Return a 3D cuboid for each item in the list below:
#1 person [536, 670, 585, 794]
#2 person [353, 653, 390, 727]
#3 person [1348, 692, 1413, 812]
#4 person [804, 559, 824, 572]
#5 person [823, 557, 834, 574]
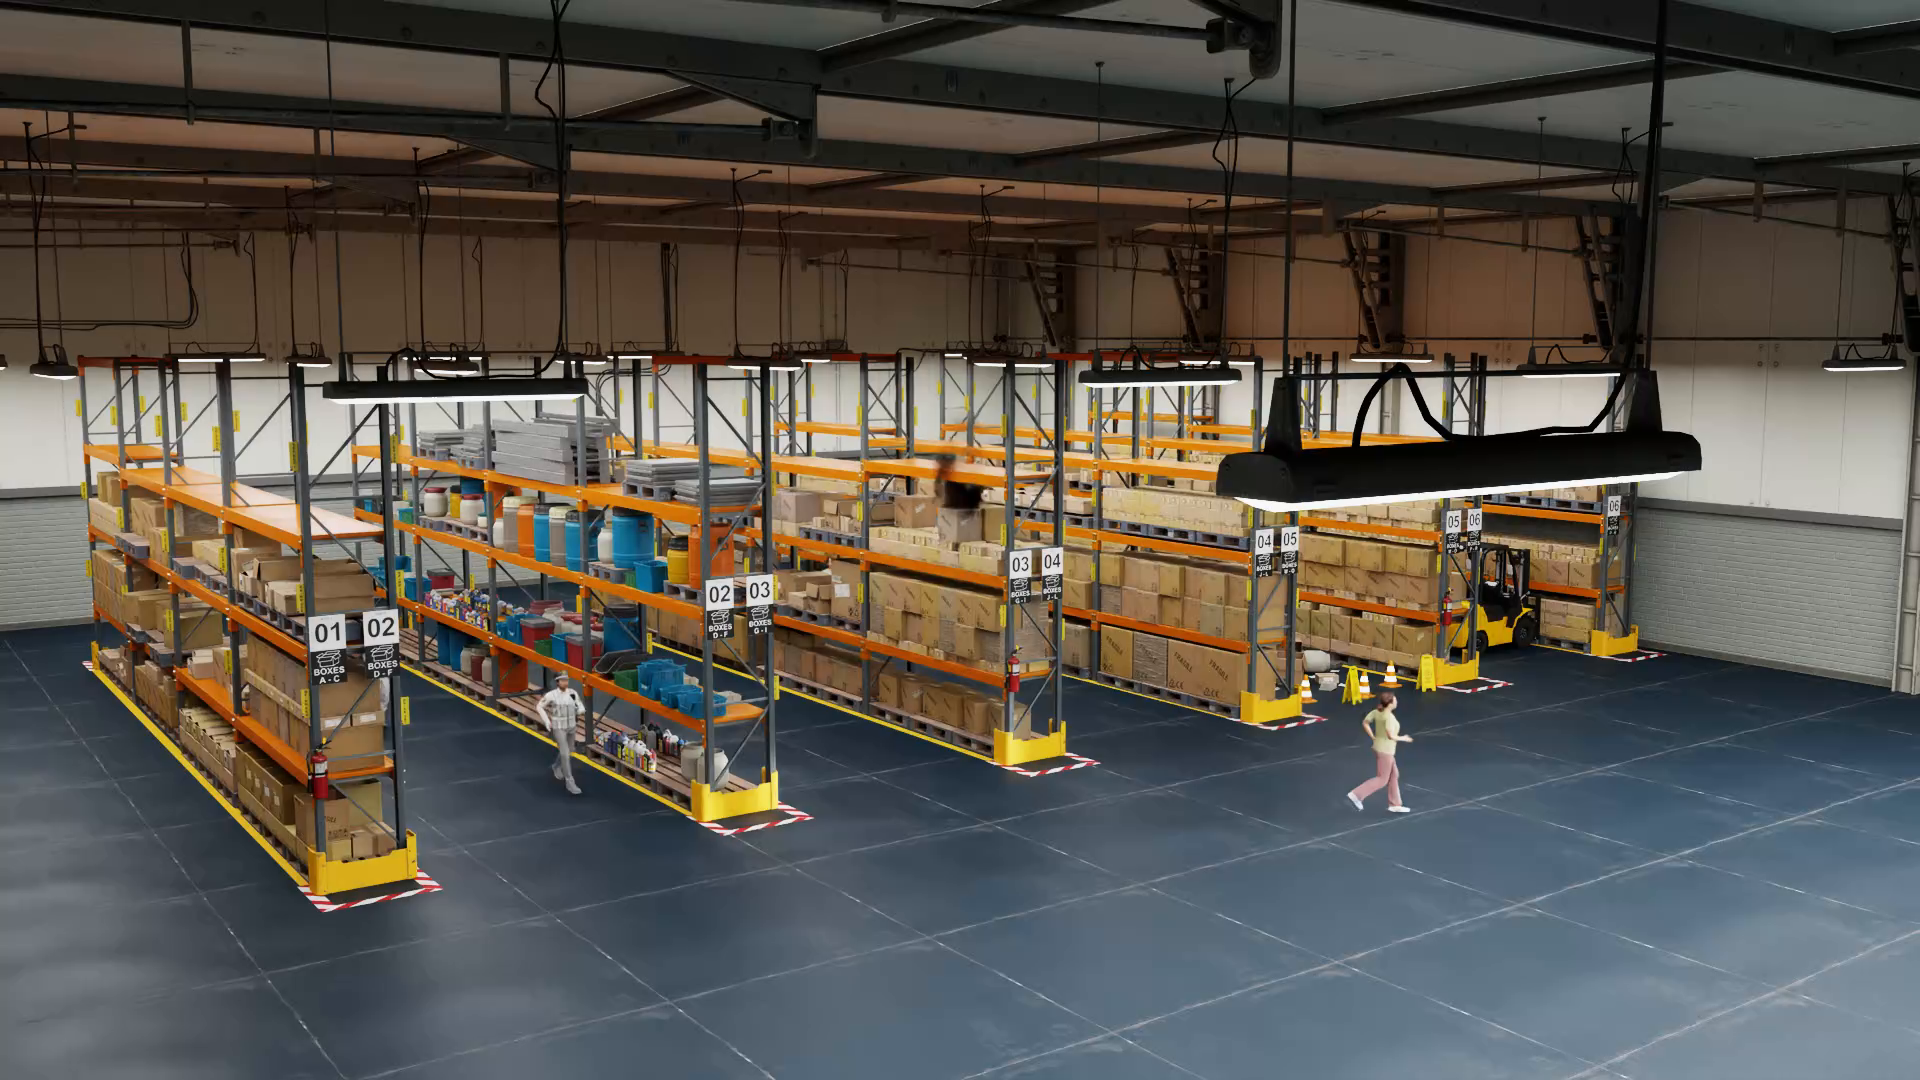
[{"bbox_3d":[-5.549,2.650,23.325,0.611,1.676,0.906,-6,9,-42],"label":"person"},{"bbox_3d":[-9.553,2.181,27.222,0.672,1.732,0.592,-6,9,-43],"label":"person"},{"bbox_3d":[5.574,2.835,22.085,0.926,1.656,0.562,-1,7,-11],"label":"person"},{"bbox_3d":[-3.728,0.379,42.132,0.756,1.701,0.783,4,8,29],"label":"person"},{"bbox_3d":[-2.726,1.177,35.656,0.580,1.649,1.013,-5,8,-35],"label":"person"}]
